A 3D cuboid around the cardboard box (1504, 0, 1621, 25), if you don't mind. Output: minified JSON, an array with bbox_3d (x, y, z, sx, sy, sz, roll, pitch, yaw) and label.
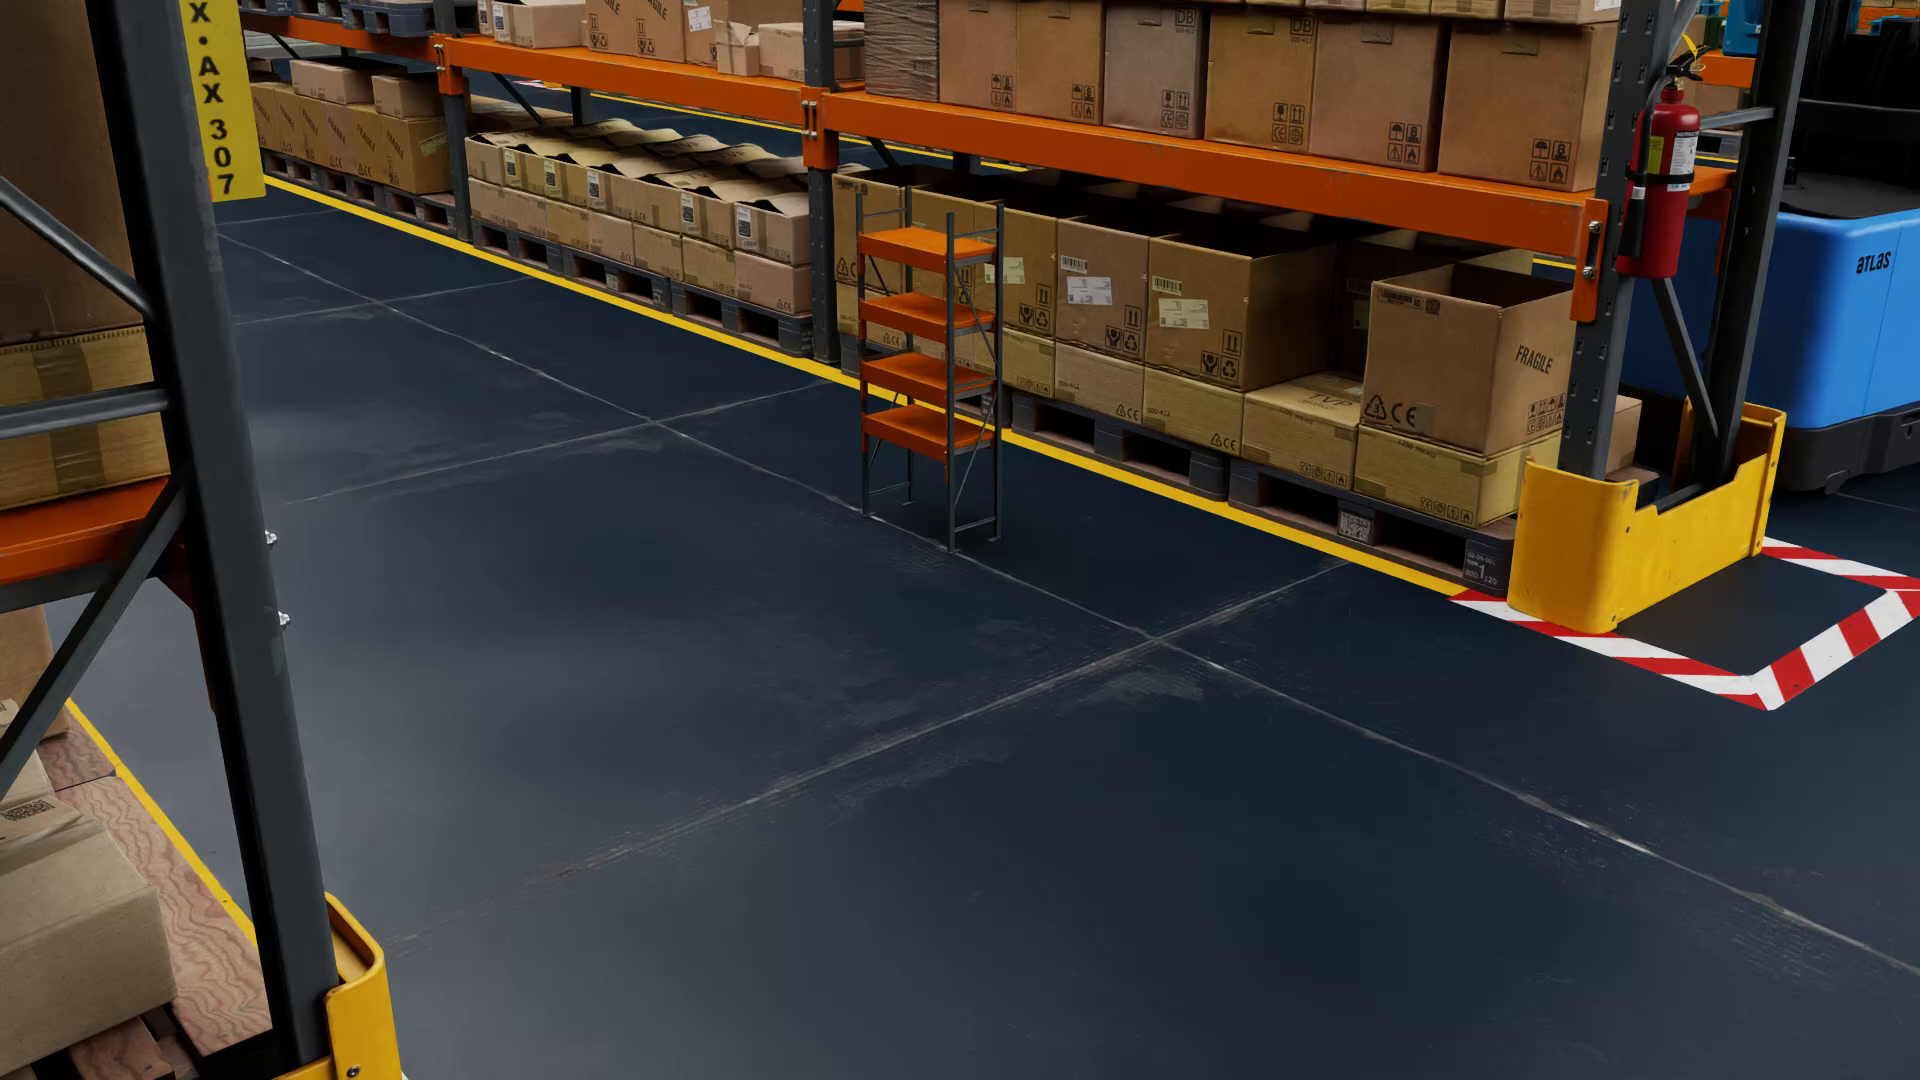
[{"bbox_3d":[1.908,-1.692,5.164,0.380,0.149,0.250,-18,28,-38],"label":"cardboard box"}]

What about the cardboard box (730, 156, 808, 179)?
[{"bbox_3d":[-1.052,-2.020,9.455,0.500,0.311,0.500,-19,28,-39],"label":"cardboard box"}]

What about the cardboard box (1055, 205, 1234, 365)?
[{"bbox_3d":[0.737,-1.036,6.682,0.500,0.500,0.500,-17,27,-37],"label":"cardboard box"}]

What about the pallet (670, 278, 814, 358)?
[{"bbox_3d":[-0.820,-1.284,8.973,1.003,0.211,1.213,-17,27,-37],"label":"pallet"}]

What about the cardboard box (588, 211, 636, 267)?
[{"bbox_3d":[-1.794,-1.771,9.588,0.500,0.250,0.500,-17,27,-36],"label":"cardboard box"}]

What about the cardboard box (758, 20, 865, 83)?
[{"bbox_3d":[-0.664,-2.444,8.317,0.500,0.250,0.500,-15,26,-34],"label":"cardboard box"}]

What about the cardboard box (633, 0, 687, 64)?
[{"bbox_3d":[-1.469,-2.935,9.227,0.500,0.500,0.500,-17,27,-37],"label":"cardboard box"}]

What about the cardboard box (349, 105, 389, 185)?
[{"bbox_3d":[-4.046,-2.880,12.048,0.500,0.500,0.500,-19,28,-39],"label":"cardboard box"}]

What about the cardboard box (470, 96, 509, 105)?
[{"bbox_3d":[-3.670,-3.011,12.383,0.500,0.500,0.500,-18,28,-38],"label":"cardboard box"}]

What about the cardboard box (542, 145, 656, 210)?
[{"bbox_3d":[-2.120,-2.170,9.838,0.500,0.311,0.500,-18,28,-39],"label":"cardboard box"}]

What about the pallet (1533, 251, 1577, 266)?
[{"bbox_3d":[3.853,-2.072,10.986,1.003,0.211,1.213,-17,27,-37],"label":"pallet"}]

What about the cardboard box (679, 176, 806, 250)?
[{"bbox_3d":[-1.135,-1.750,8.766,0.500,0.311,0.500,-17,27,-36],"label":"cardboard box"}]

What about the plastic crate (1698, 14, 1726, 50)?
[{"bbox_3d":[4.118,-3.025,9.886,0.450,0.188,0.662,-17,27,-37],"label":"plastic crate"}]

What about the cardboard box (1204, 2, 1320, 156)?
[{"bbox_3d":[1.341,-1.744,6.187,0.700,0.500,0.500,-17,27,-37],"label":"cardboard box"}]

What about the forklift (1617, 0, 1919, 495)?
[{"bbox_3d":[4.115,-1.927,6.885,3.031,2.935,1.130,-13,25,-30],"label":"forklift"}]

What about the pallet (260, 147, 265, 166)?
[{"bbox_3d":[-5.979,-3.490,14.605,1.003,0.211,1.213,-17,27,-37],"label":"pallet"}]

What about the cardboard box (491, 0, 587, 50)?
[{"bbox_3d":[-2.483,-3.159,10.058,0.500,0.311,0.500,-18,28,-38],"label":"cardboard box"}]

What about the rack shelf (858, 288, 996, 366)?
[{"bbox_3d":[-0.108,-0.750,5.825,0.258,0.148,0.480,-17,27,-37],"label":"rack shelf"}]

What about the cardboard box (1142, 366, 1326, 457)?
[{"bbox_3d":[1.065,-0.549,6.467,0.500,0.250,0.500,-17,27,-37],"label":"cardboard box"}]

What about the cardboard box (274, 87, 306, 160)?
[{"bbox_3d":[-5.043,-3.303,13.128,0.500,0.500,0.500,-17,27,-37],"label":"cardboard box"}]

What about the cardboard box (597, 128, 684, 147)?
[{"bbox_3d":[-2.048,-2.442,10.530,0.500,0.311,0.500,-18,28,-38],"label":"cardboard box"}]

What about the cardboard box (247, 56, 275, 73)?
[{"bbox_3d":[-6.761,-4.159,15.309,0.797,0.503,0.637,-17,27,-37],"label":"cardboard box"}]

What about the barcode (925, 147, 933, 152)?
[{"bbox_3d":[-0.160,-2.046,8.602,0.001,0.075,0.075,-17,27,-37],"label":"barcode"}]

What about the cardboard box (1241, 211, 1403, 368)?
[{"bbox_3d":[1.456,-1.021,6.645,0.500,0.500,0.500,-17,27,-37],"label":"cardboard box"}]

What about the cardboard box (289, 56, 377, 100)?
[{"bbox_3d":[-4.747,-3.521,12.656,0.500,0.250,0.500,-17,27,-37],"label":"cardboard box"}]

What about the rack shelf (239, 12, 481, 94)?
[{"bbox_3d":[-4.226,-3.711,12.332,1.077,0.370,4.000,-17,27,-37],"label":"rack shelf"}]

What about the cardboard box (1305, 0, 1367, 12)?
[{"bbox_3d":[1.407,-1.904,5.707,0.380,0.149,0.250,-17,27,-37],"label":"cardboard box"}]

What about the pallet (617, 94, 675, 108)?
[{"bbox_3d":[-3.086,-5.009,18.484,1.003,0.211,1.213,-17,27,-37],"label":"pallet"}]

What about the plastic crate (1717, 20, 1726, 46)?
[{"bbox_3d":[4.698,-3.055,10.033,0.530,0.136,0.437,-17,27,-37],"label":"plastic crate"}]

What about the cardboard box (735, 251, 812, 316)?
[{"bbox_3d":[-0.799,-1.349,8.510,0.500,0.250,0.500,-18,28,-38],"label":"cardboard box"}]

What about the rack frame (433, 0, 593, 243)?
[{"bbox_3d":[-2.920,-3.493,10.790,1.000,3.000,0.127,-17,27,-37],"label":"rack frame"}]

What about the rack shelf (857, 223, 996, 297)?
[{"bbox_3d":[-0.108,-0.970,5.739,0.258,0.148,0.480,-17,27,-37],"label":"rack shelf"}]

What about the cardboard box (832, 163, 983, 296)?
[{"bbox_3d":[-0.244,-1.450,7.739,0.500,0.500,0.500,-17,27,-37],"label":"cardboard box"}]

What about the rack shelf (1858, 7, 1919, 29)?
[{"bbox_3d":[8.504,-3.858,12.707,1.077,0.370,4.000,-17,27,-37],"label":"rack shelf"}]

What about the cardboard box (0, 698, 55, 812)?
[{"bbox_3d":[-2.204,0.574,3.488,0.500,0.311,0.500,-15,26,-33],"label":"cardboard box"}]

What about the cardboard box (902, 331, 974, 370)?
[{"bbox_3d":[0.086,-0.964,7.526,0.500,0.250,0.500,-17,27,-37],"label":"cardboard box"}]

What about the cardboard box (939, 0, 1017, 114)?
[{"bbox_3d":[0.334,-2.169,7.273,0.700,0.500,0.500,-18,28,-38],"label":"cardboard box"}]

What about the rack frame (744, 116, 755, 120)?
[{"bbox_3d":[-1.776,-5.777,16.620,1.000,3.000,0.127,-17,27,-37],"label":"rack frame"}]

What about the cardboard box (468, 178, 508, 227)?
[{"bbox_3d":[-2.801,-2.194,10.667,0.500,0.250,0.500,-18,27,-38],"label":"cardboard box"}]

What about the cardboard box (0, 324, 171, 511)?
[{"bbox_3d":[-1.526,-0.253,2.694,0.500,0.250,0.500,-18,28,-39],"label":"cardboard box"}]

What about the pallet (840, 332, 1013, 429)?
[{"bbox_3d":[0.178,-0.860,7.891,1.003,0.211,1.213,-17,27,-37],"label":"pallet"}]

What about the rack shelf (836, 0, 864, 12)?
[{"bbox_3d":[-0.471,-4.889,15.340,1.077,0.370,4.000,-17,27,-37],"label":"rack shelf"}]

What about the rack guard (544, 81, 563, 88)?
[{"bbox_3d":[-4.413,-5.721,19.906,1.175,0.500,0.348,-17,27,-37],"label":"rack guard"}]

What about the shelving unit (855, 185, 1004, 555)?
[{"bbox_3d":[-0.108,-0.604,5.882,0.258,1.200,0.503,-17,27,-37],"label":"shelving unit"}]

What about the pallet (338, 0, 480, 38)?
[{"bbox_3d":[-3.416,-3.575,11.260,1.213,0.211,1.003,-17,27,-37],"label":"pallet"}]

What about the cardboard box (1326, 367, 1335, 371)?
[{"bbox_3d":[1.465,-0.675,6.789,0.500,0.250,0.500,-17,27,-37],"label":"cardboard box"}]

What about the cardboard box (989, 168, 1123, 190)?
[{"bbox_3d":[0.477,-1.436,7.702,0.500,0.500,0.500,-17,27,-37],"label":"cardboard box"}]

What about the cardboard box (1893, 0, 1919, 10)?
[{"bbox_3d":[7.618,-4.296,13.184,0.380,0.149,0.250,-17,27,-37],"label":"cardboard box"}]

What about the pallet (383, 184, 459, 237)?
[{"bbox_3d":[-3.379,-2.410,11.848,1.003,0.211,1.213,-17,27,-37],"label":"pallet"}]

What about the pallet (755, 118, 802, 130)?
[{"bbox_3d":[-1.304,-4.255,16.558,1.003,0.211,1.213,-17,27,-37],"label":"pallet"}]
